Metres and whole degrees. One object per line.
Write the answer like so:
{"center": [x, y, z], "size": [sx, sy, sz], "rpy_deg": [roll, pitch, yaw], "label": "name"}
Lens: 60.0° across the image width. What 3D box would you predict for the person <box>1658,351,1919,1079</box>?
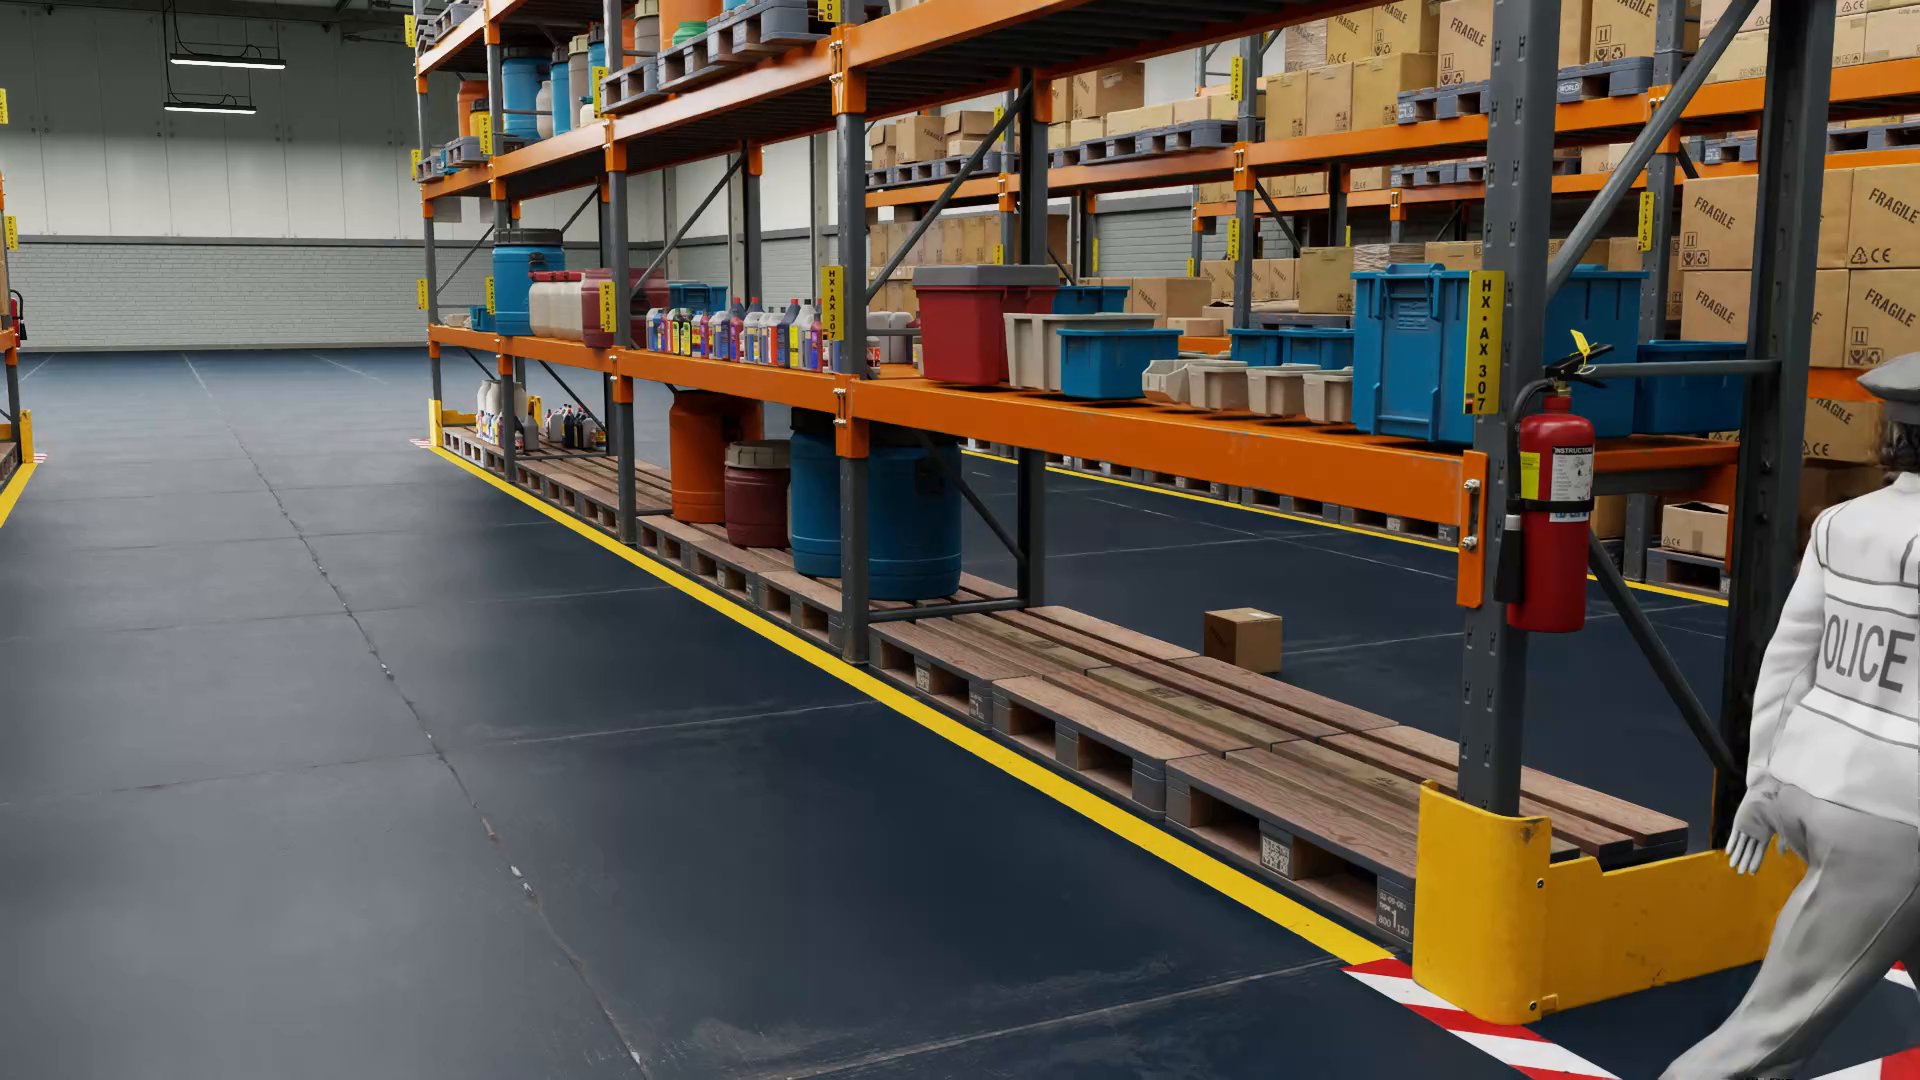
{"center": [1.591, 0.456, 2.823], "size": [1.103, 1.596, 0.526], "rpy_deg": [0, 9, 0], "label": "person"}
